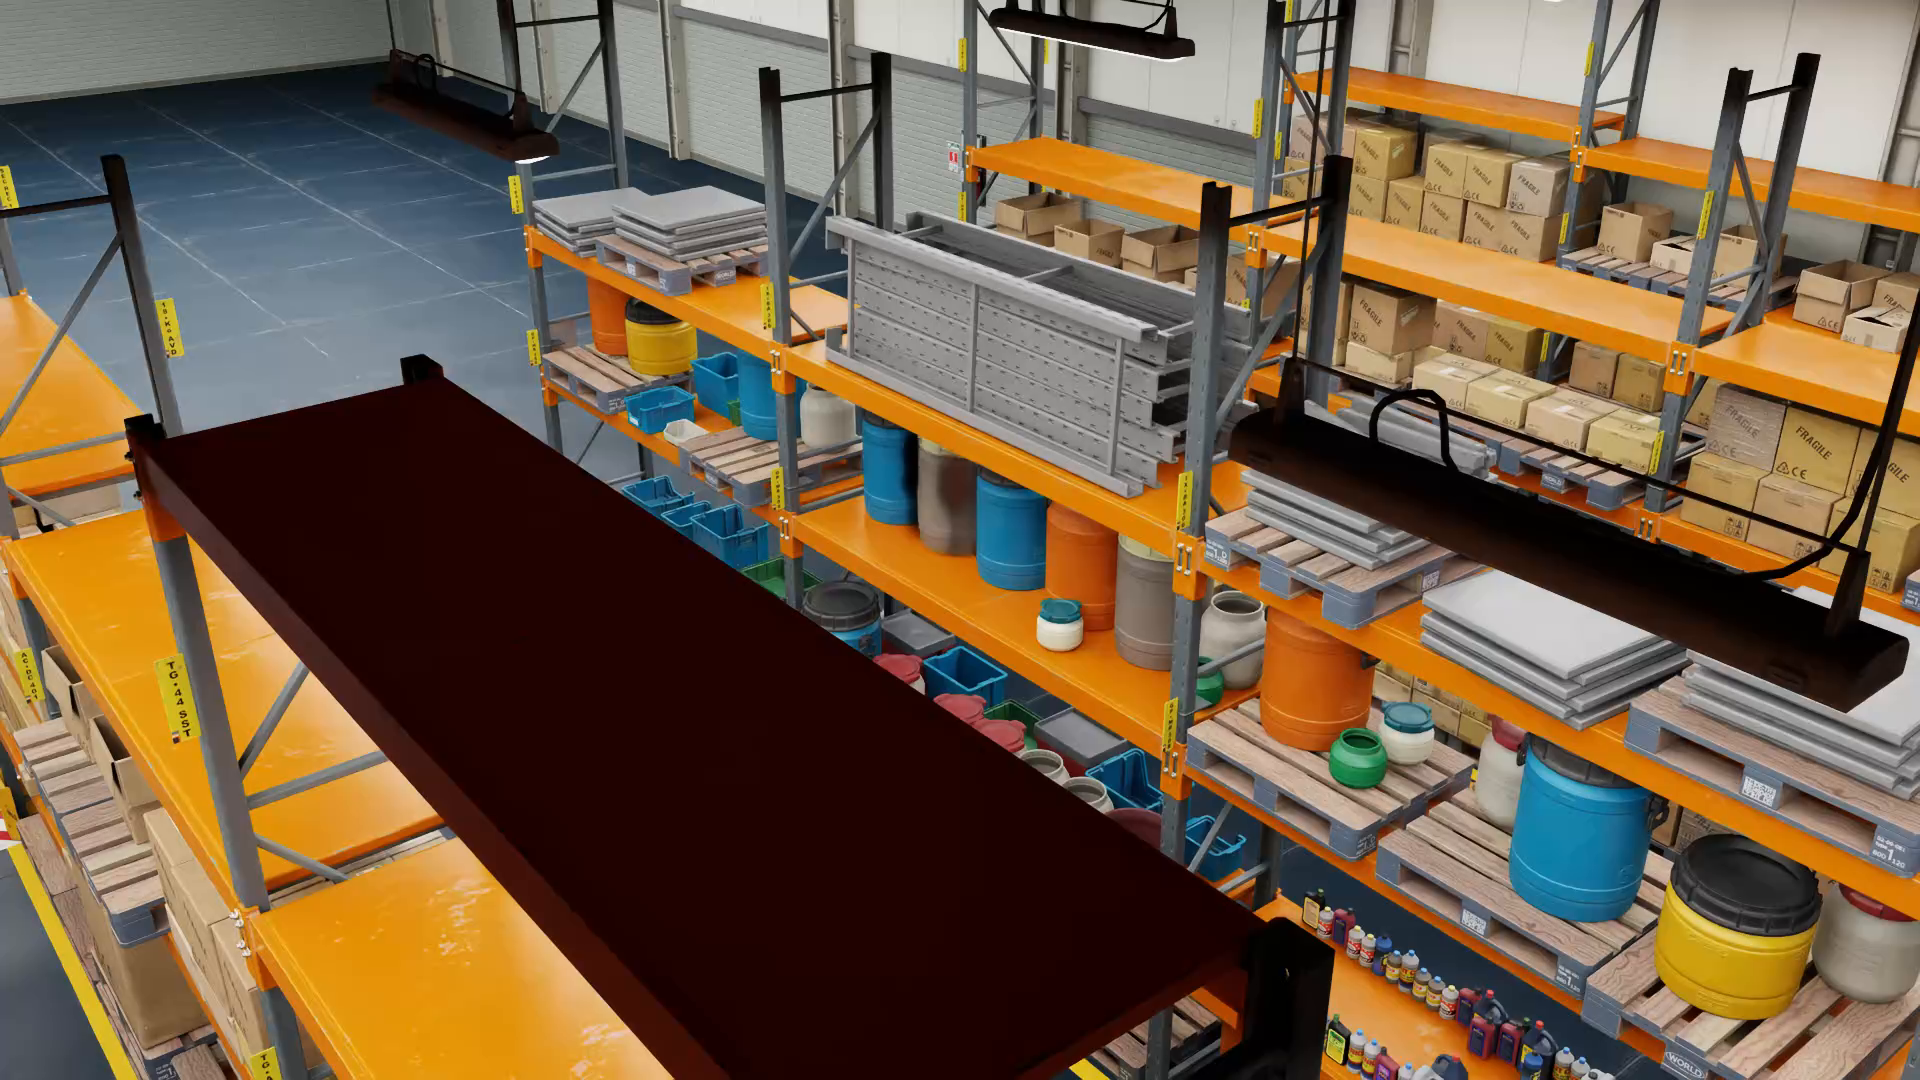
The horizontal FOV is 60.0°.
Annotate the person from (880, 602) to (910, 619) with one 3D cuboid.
[{"bbox_3d":[-0.625,0.070,16.062,0.525,1.782,0.714,-4,26,-9],"label":"person"}]
